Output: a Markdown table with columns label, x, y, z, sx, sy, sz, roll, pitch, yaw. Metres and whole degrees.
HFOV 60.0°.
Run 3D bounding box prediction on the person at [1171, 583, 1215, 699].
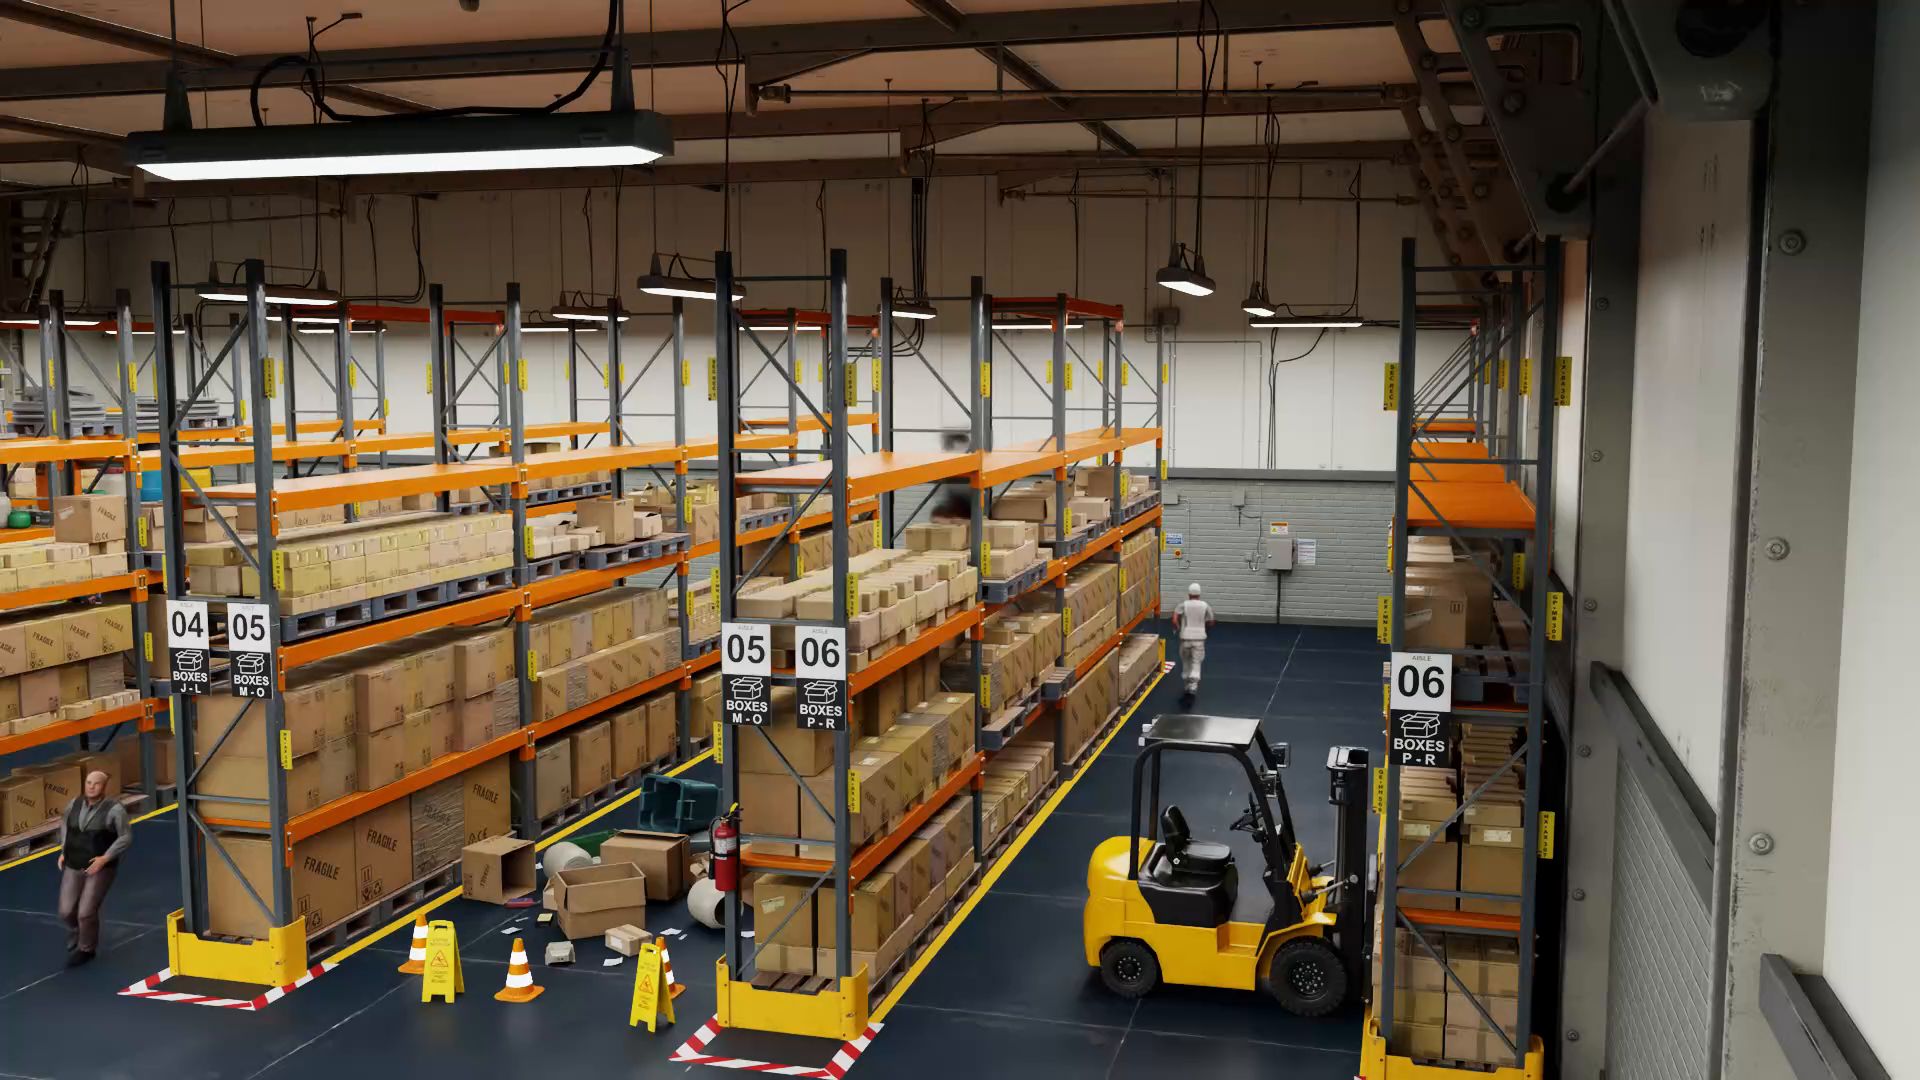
| label | x | y | z | sx | sy | sz | roll | pitch | yaw |
| --- | --- | --- | --- | --- | --- | --- | --- | --- | --- |
| person | 3.576 | 1.571 | 25.496 | 0.642 | 1.833 | 0.893 | 1 | 6 | 12 |

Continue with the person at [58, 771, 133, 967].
| label | x | y | z | sx | sy | sz | roll | pitch | yaw |
| --- | --- | --- | --- | --- | --- | --- | --- | --- | --- |
| person | -7.489 | 2.864 | 14.371 | 0.681 | 1.613 | 0.546 | 0 | 6 | -4 |
